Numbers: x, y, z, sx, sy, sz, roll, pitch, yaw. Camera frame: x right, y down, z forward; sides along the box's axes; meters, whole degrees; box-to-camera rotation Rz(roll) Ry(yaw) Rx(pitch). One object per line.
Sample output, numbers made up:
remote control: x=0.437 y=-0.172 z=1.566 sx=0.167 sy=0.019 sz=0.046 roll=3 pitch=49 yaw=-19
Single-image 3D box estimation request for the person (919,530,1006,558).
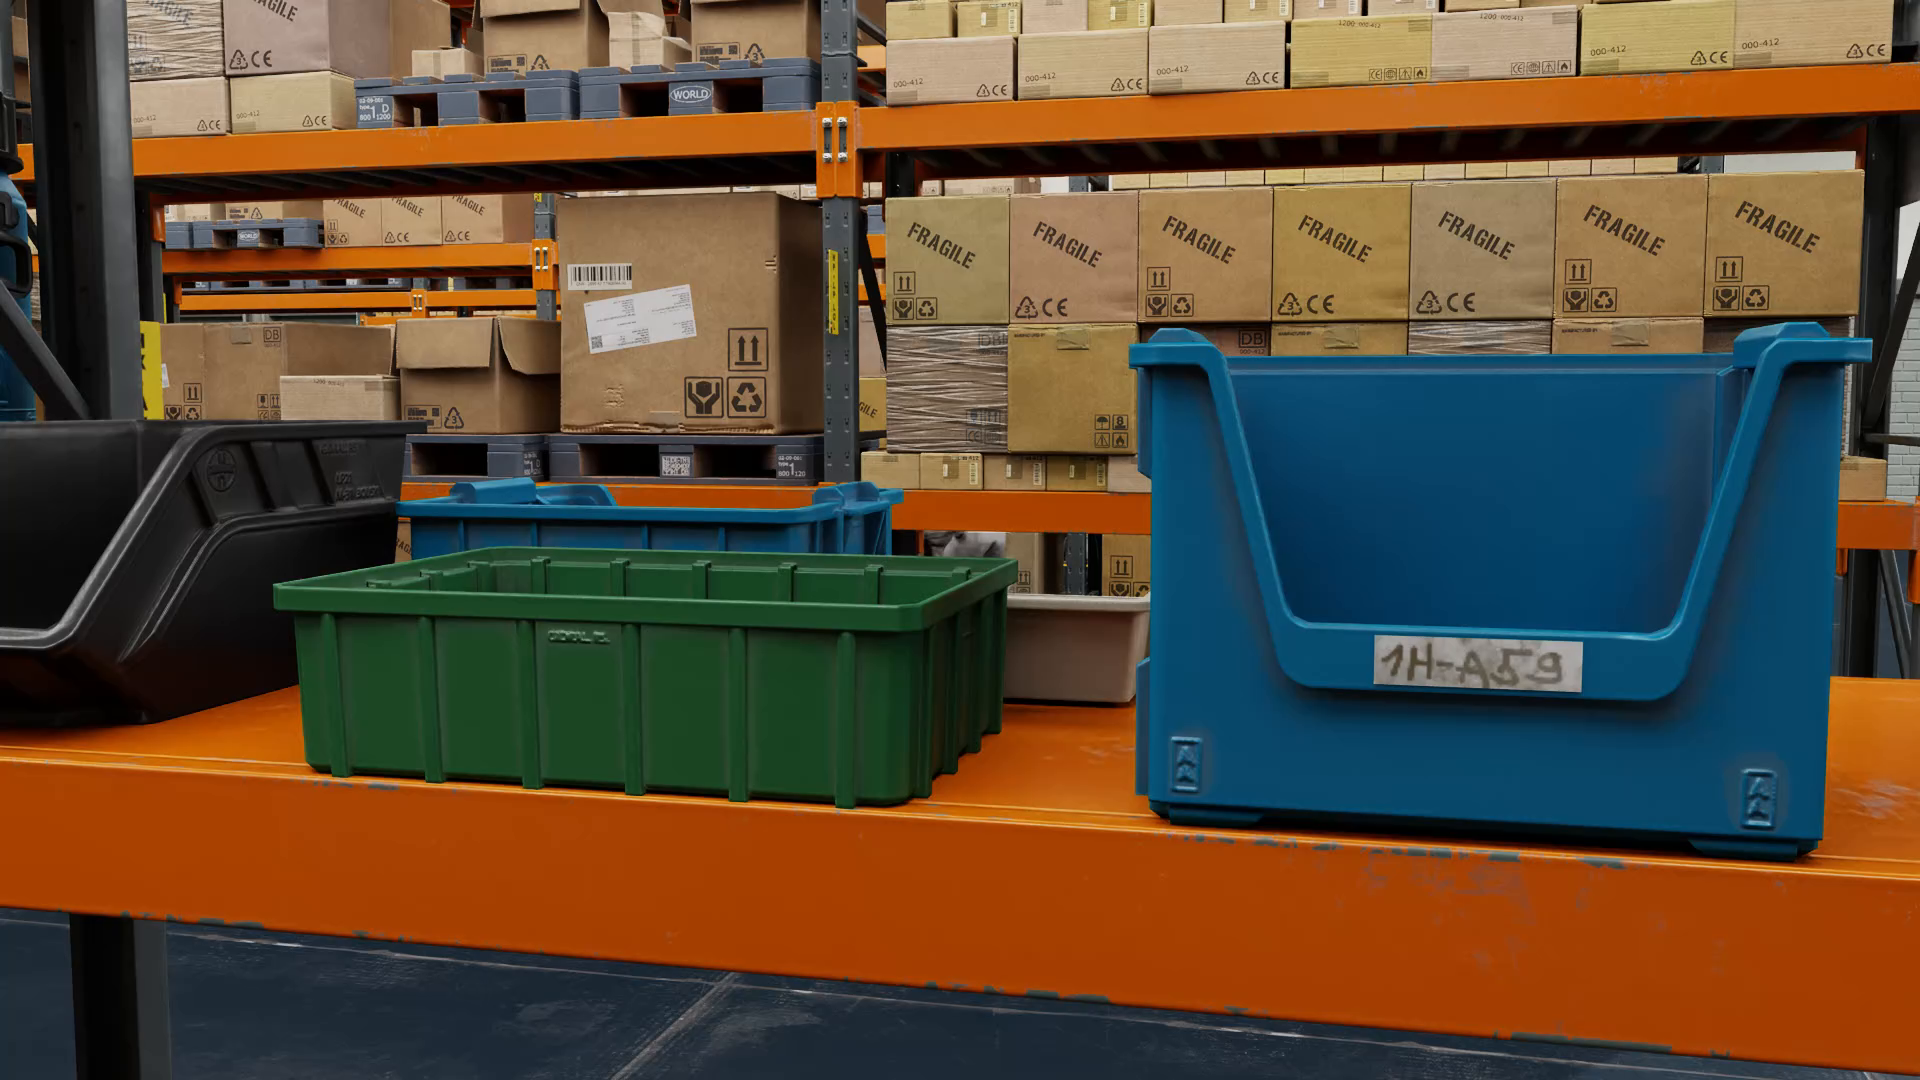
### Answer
person: x=-0.107 y=0.234 z=10.564 sx=0.925 sy=1.065 sz=0.429 roll=5 pitch=7 yaw=44
